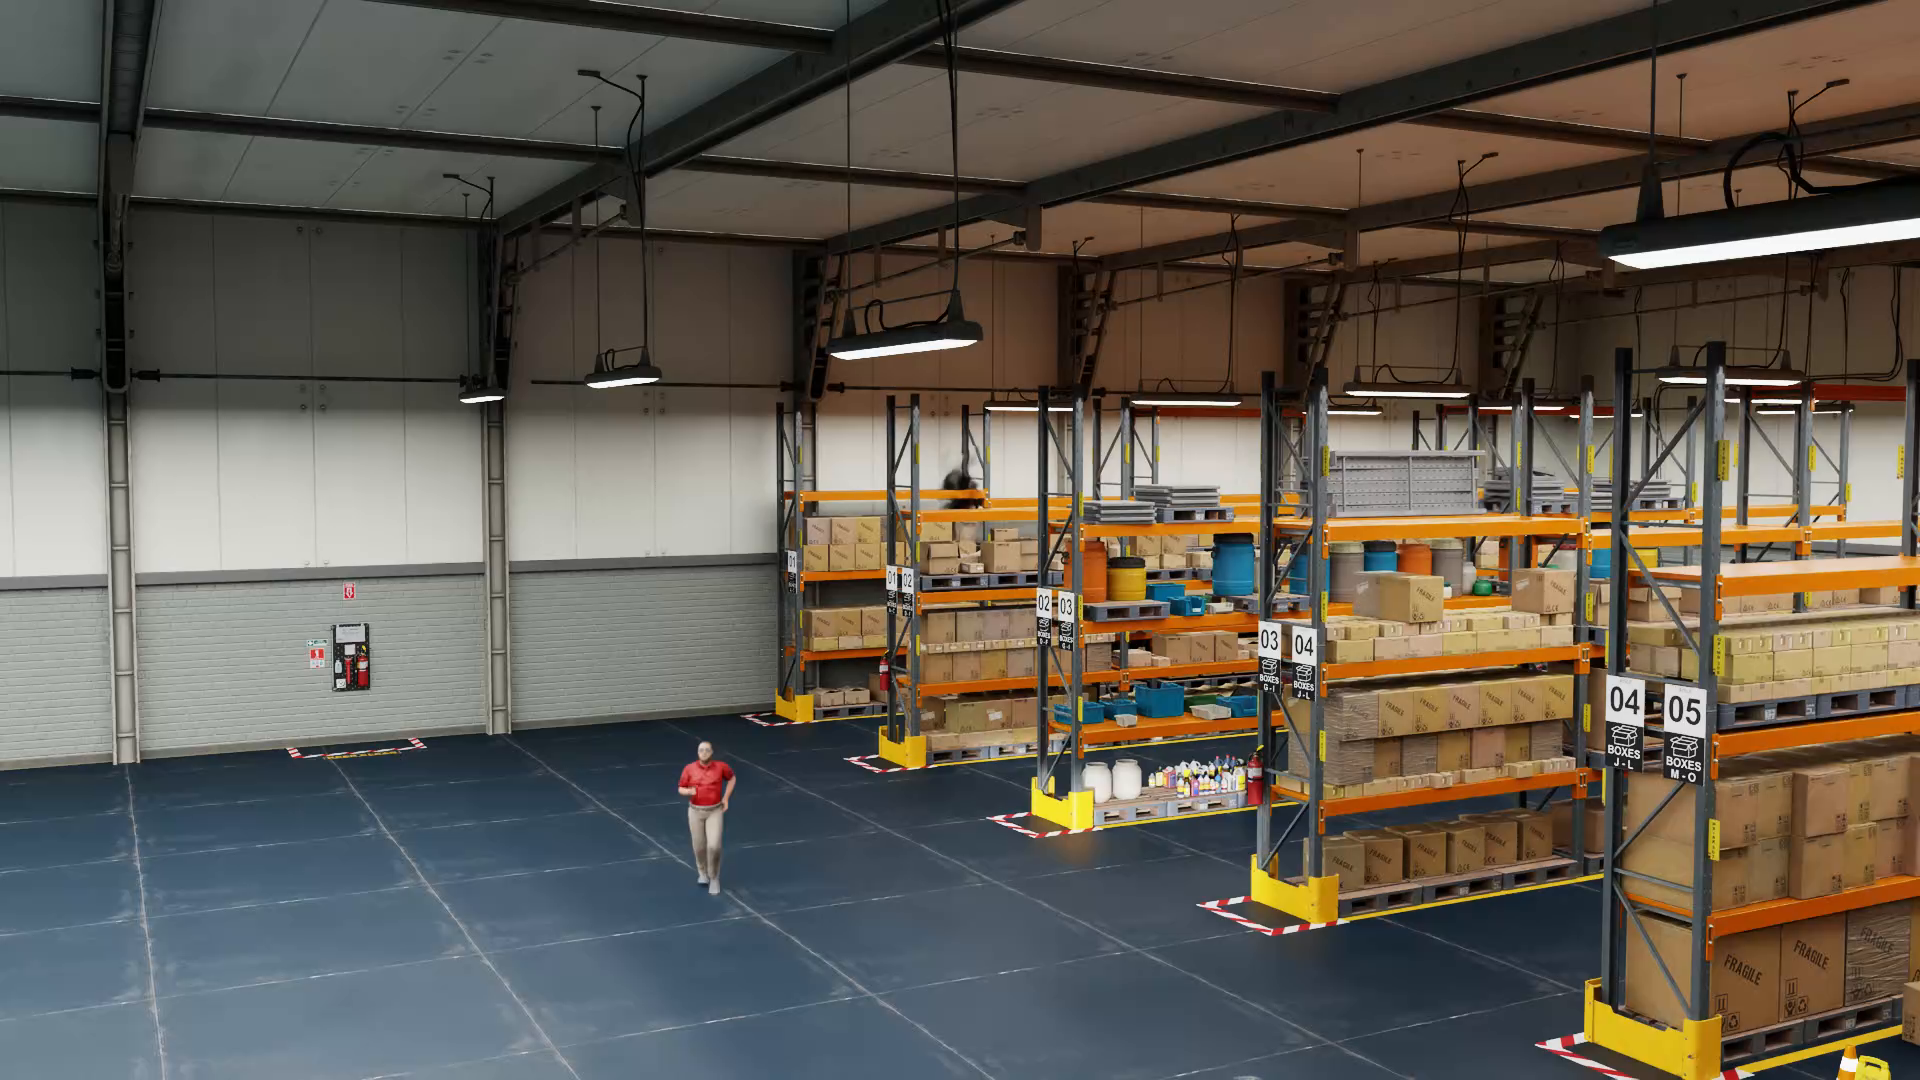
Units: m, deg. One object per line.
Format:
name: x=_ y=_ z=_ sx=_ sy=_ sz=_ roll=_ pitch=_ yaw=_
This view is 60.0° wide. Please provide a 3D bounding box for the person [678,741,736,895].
person: x=-2.945 y=3.224 z=19.290 sx=0.640 sy=1.779 sz=0.727 roll=0 pitch=3 yaw=-2
